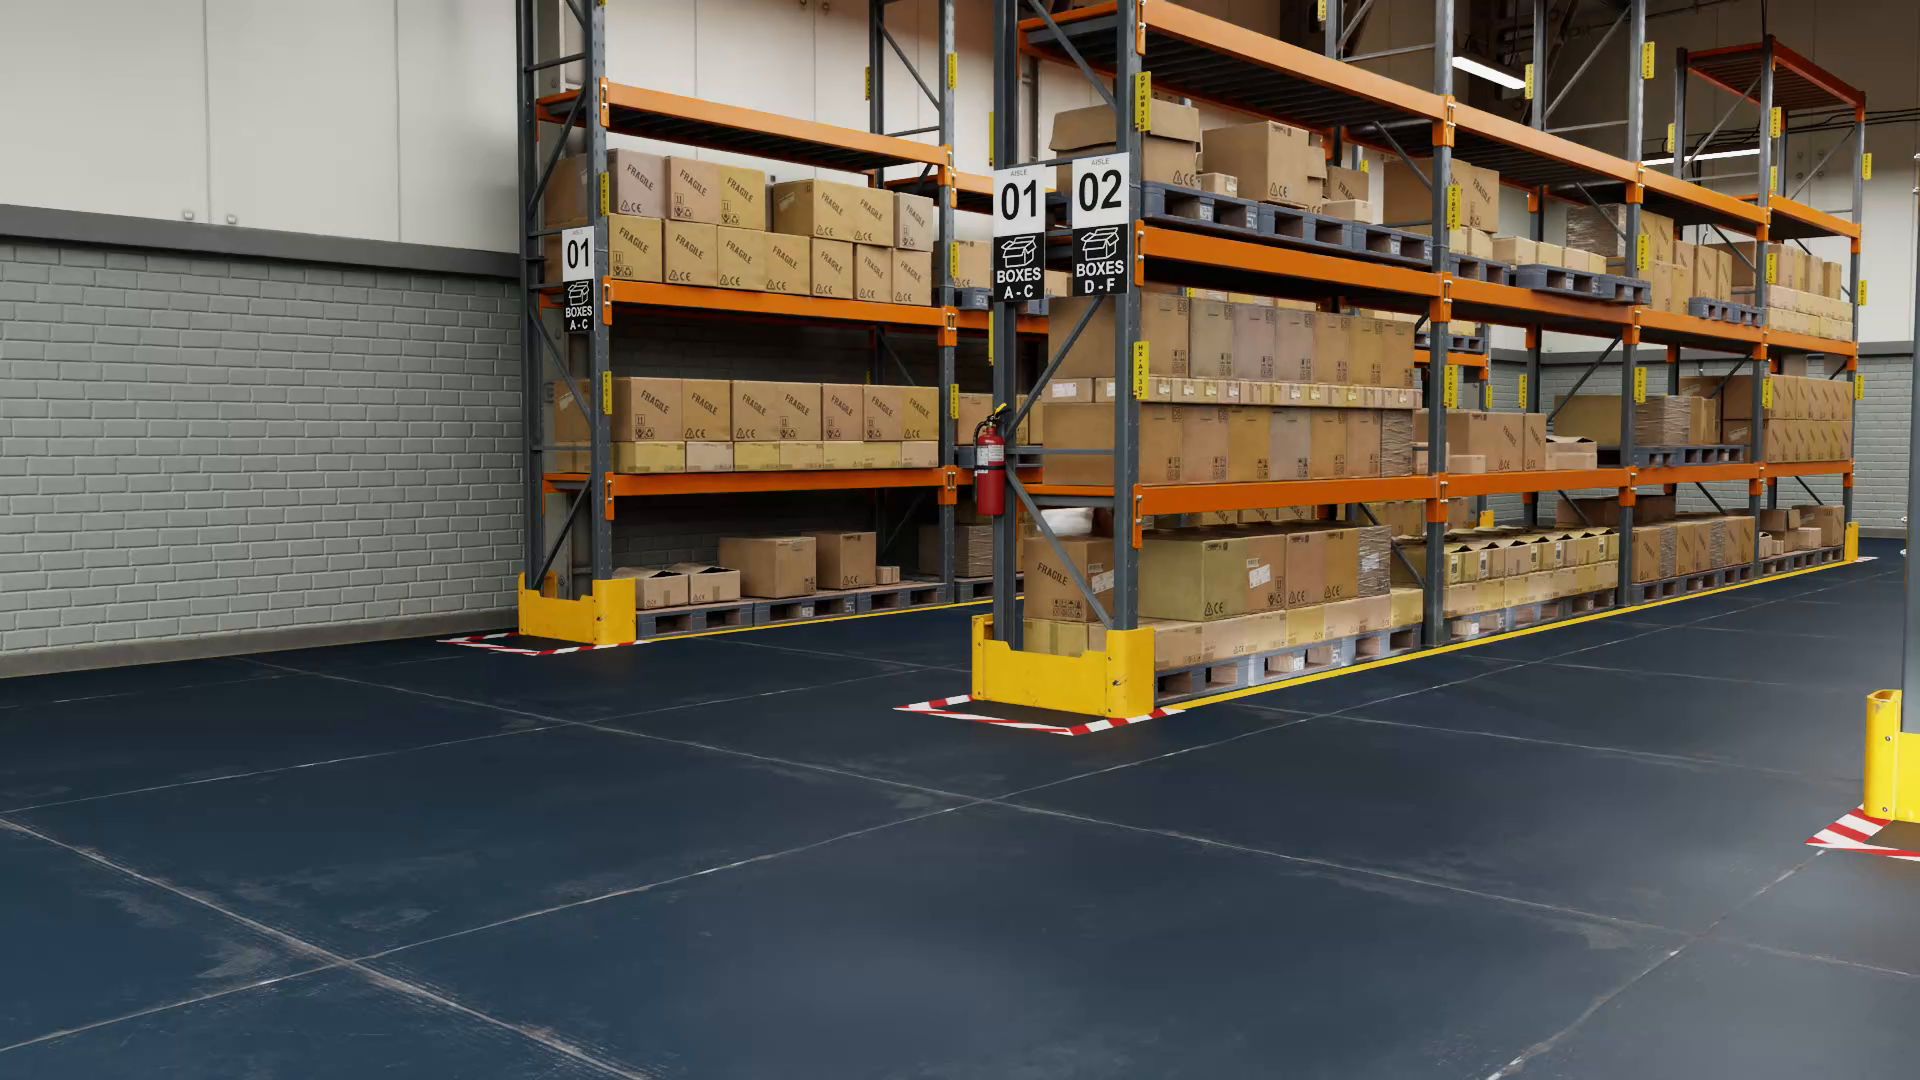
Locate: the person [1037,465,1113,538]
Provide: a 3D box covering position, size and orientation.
[{"bbox_3d":[0.863,-0.047,12.547,0.497,1.735,0.601,3,5,40],"label":"person"}]
